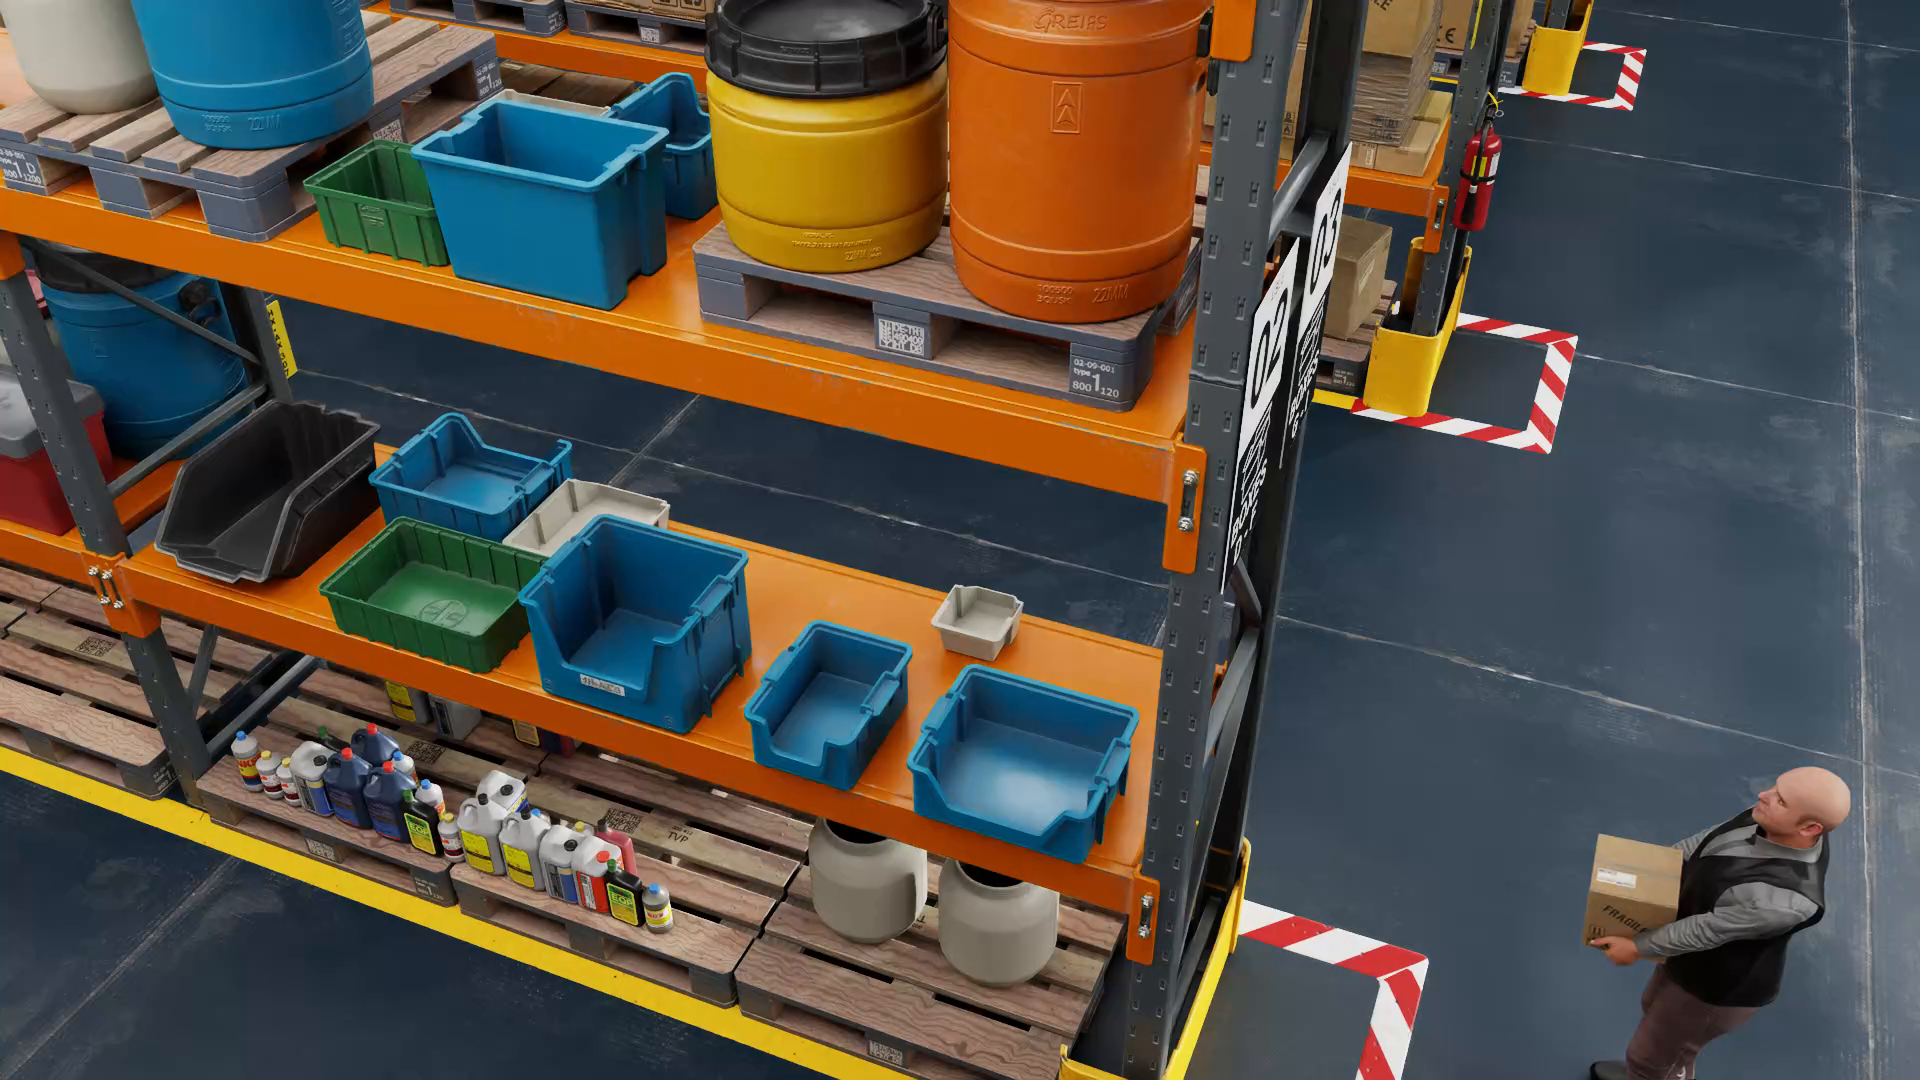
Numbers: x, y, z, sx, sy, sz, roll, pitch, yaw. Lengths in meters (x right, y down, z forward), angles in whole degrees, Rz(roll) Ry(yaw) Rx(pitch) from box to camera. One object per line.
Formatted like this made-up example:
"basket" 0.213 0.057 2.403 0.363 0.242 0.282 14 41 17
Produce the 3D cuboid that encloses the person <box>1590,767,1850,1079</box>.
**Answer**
"person" 2.236 1.290 5.151 0.551 1.711 0.494 14 40 18
